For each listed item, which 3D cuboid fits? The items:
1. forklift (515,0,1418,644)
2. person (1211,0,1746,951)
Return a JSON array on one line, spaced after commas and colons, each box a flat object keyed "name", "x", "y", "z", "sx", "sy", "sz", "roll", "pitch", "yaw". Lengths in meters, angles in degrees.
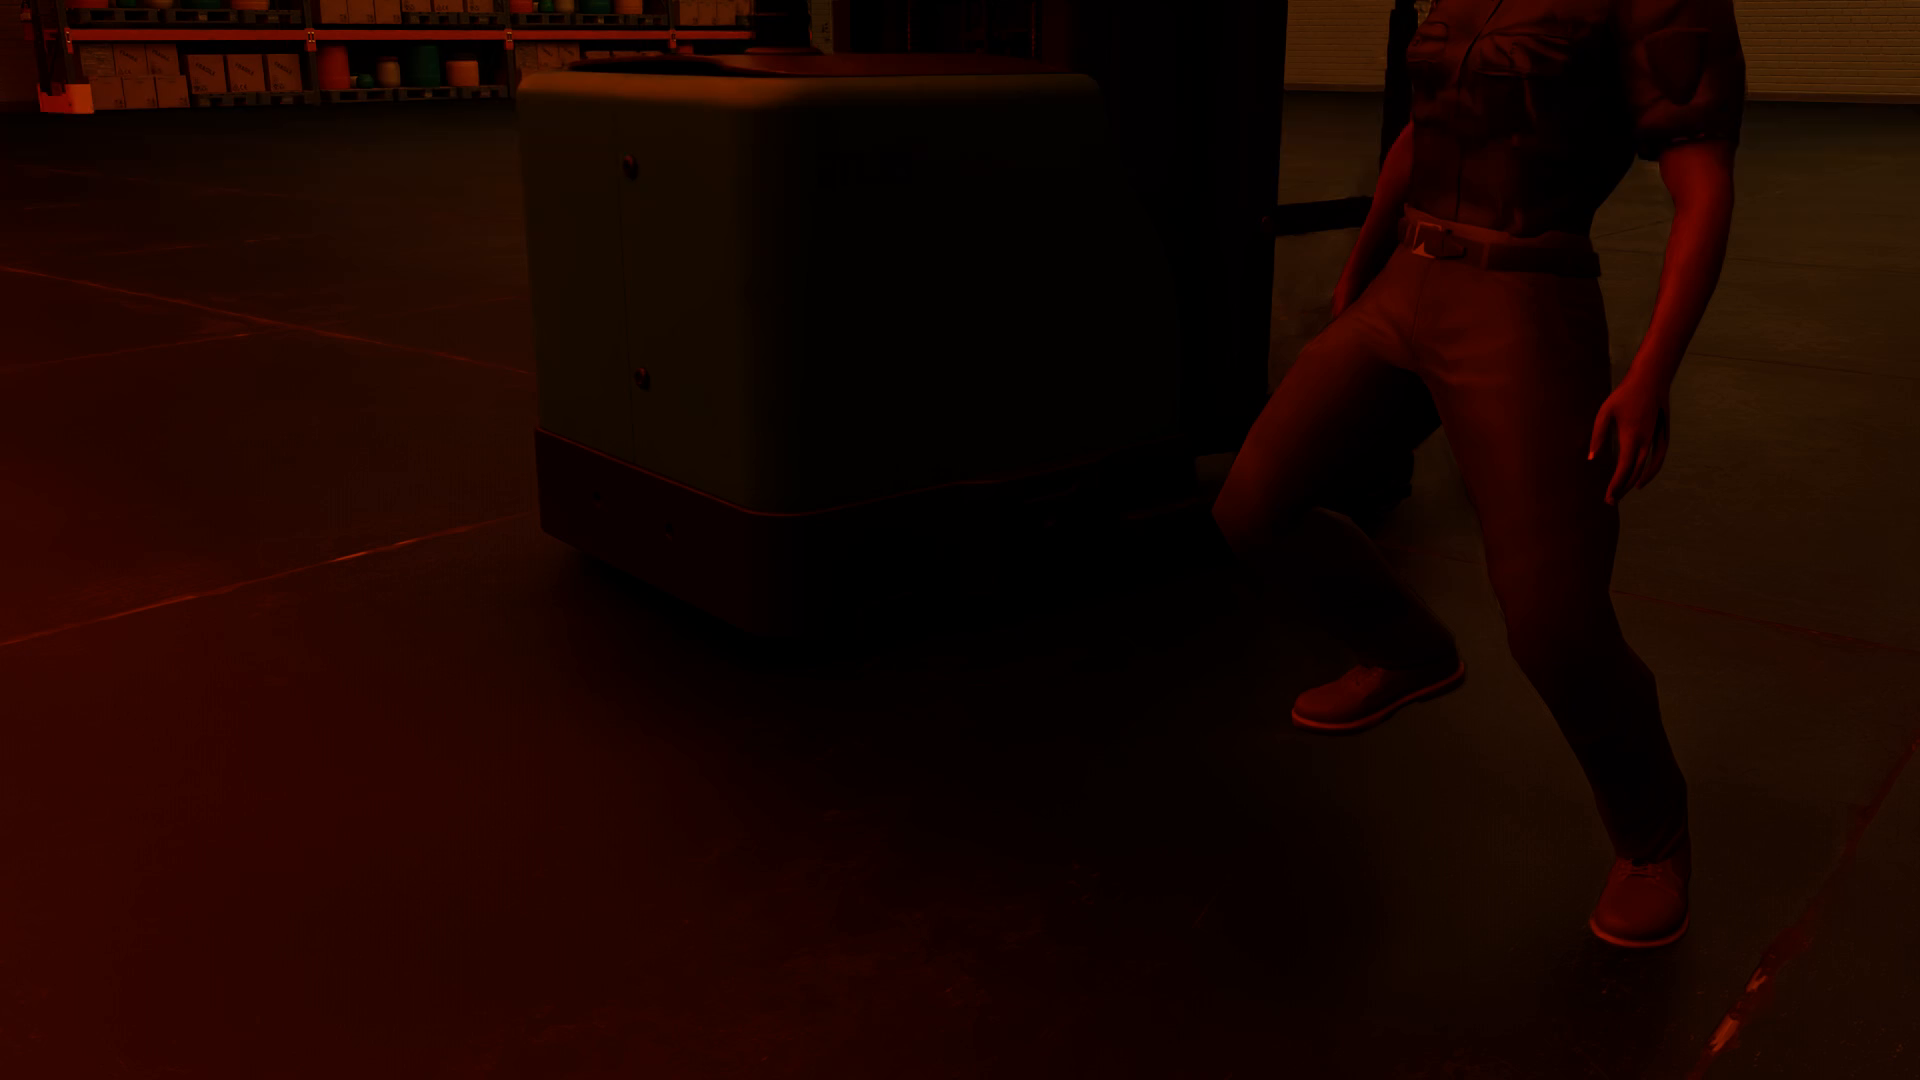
[{"name": "forklift", "x": 0.504, "y": -1.533, "z": 3.947, "sx": 3.031, "sy": 2.935, "sz": 1.130, "roll": -13, "pitch": 21, "yaw": -37}, {"name": "person", "x": 0.715, "y": -0.296, "z": 2.275, "sx": 0.521, "sy": 1.566, "sz": 0.836, "roll": -6, "pitch": 18, "yaw": -20}]
